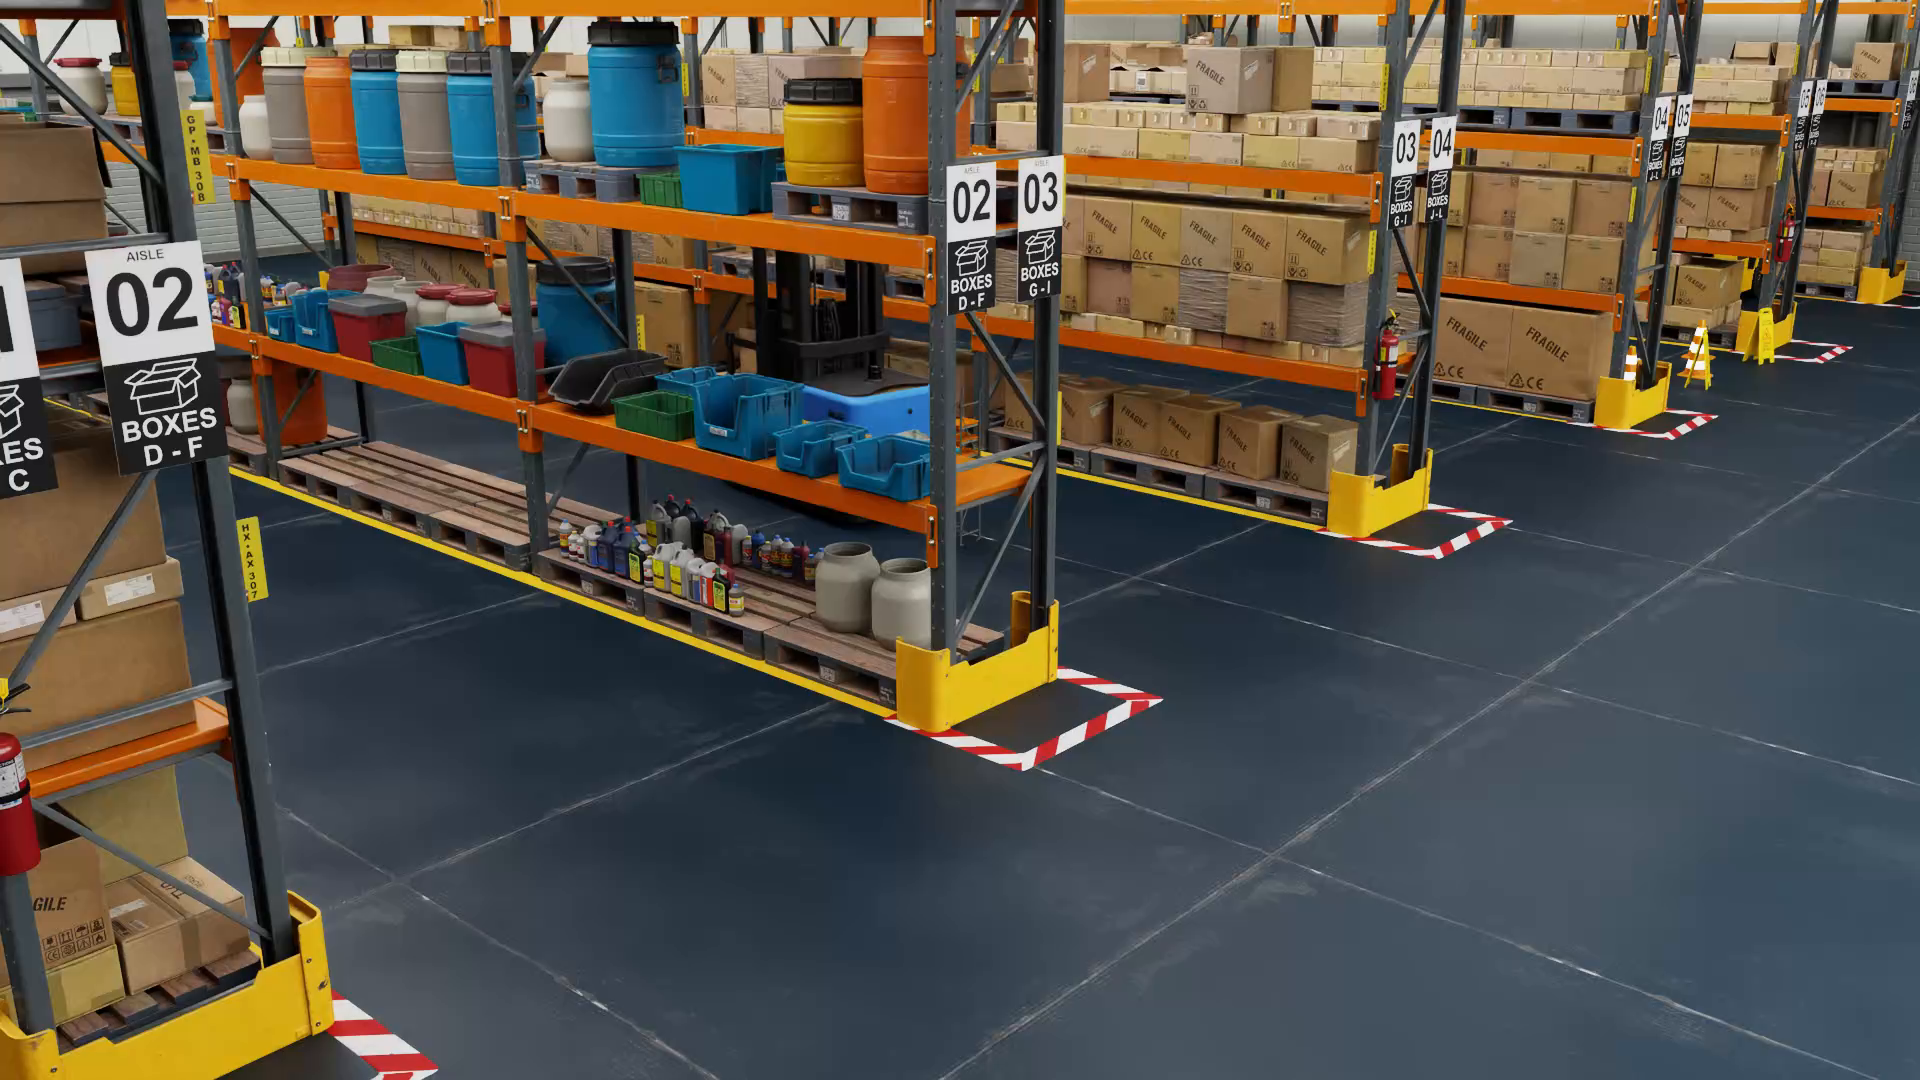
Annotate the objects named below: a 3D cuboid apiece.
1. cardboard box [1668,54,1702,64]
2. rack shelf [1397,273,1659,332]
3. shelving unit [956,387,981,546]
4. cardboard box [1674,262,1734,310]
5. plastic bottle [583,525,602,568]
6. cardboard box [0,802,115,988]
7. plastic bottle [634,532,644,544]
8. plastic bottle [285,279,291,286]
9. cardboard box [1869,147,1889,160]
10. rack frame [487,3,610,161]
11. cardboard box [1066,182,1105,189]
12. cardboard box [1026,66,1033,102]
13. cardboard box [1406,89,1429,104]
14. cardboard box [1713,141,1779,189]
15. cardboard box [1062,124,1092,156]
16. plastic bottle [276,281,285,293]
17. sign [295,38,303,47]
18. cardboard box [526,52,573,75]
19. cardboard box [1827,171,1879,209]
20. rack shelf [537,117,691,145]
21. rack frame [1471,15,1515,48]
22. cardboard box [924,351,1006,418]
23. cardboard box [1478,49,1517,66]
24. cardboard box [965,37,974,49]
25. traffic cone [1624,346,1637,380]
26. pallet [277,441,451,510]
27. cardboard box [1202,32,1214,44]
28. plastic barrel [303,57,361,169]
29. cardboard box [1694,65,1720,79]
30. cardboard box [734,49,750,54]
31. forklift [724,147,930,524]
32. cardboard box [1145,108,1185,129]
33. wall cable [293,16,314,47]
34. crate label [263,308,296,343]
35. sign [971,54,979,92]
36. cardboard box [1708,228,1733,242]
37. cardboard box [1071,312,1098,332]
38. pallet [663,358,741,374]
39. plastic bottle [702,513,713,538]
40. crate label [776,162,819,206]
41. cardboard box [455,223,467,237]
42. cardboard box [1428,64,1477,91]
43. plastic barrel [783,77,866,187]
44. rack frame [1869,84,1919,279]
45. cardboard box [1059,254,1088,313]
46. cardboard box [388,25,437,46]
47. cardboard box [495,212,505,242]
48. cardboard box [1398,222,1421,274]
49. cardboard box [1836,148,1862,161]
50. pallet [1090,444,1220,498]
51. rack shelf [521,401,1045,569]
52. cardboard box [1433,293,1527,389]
[{"bbox_3d":[10.832,-7.172,25.080,0.500,0.311,0.500,16,23,40],"label":"cardboard box"},{"bbox_3d":[5.366,-2.751,18.009,4.000,0.370,1.077,15,23,39],"label":"rack shelf"},{"bbox_3d":[0.011,-0.569,12.921,0.189,1.200,0.258,15,23,39],"label":"shelving unit"},{"bbox_3d":[9.299,-3.181,20.788,0.500,0.500,0.500,15,23,40],"label":"cardboard box"},{"bbox_3d":[-2.578,0.038,11.809,0.135,0.276,0.152,16,24,41],"label":"plastic bottle"},{"bbox_3d":[-3.683,1.363,6.469,0.500,0.500,0.500,15,23,39],"label":"cardboard box"},{"bbox_3d":[-2.269,0.076,11.696,0.097,0.271,0.097,0,18,0],"label":"plastic bottle"},{"bbox_3d":[-6.303,-2.310,15.625,0.133,0.283,0.061,15,23,39],"label":"plastic bottle"},{"bbox_3d":[13.254,-5.570,23.975,0.250,0.149,0.380,14,23,38],"label":"cardboard box"},{"bbox_3d":[-2.786,-4.132,11.255,0.127,3.000,1.000,15,23,39],"label":"rack frame"},{"bbox_3d":[1.021,-3.031,15.394,0.500,0.500,0.500,15,23,39],"label":"cardboard box"},{"bbox_3d":[0.628,-5.950,21.778,0.500,0.500,0.500,15,23,39],"label":"cardboard box"},{"bbox_3d":[4.870,-4.647,17.394,0.250,0.149,0.380,15,23,39],"label":"cardboard box"},{"bbox_3d":[9.545,-4.551,20.184,0.500,0.500,0.700,14,23,38],"label":"cardboard box"},{"bbox_3d":[1.068,-3.498,14.464,0.500,0.250,0.500,15,23,39],"label":"cardboard box"},{"bbox_3d":[-6.342,-2.283,15.559,0.097,0.271,0.097,0,18,0],"label":"plastic bottle"},{"bbox_3d":[-8.846,-6.562,22.296,0.005,0.325,0.100,15,23,39],"label":"sign"},{"bbox_3d":[-5.041,-5.563,19.863,0.500,0.500,0.700,16,23,41],"label":"cardboard box"},{"bbox_3d":[12.821,-5.043,23.878,0.500,0.500,0.500,14,23,38],"label":"cardboard box"},{"bbox_3d":[-3.986,-4.685,19.145,4.000,0.370,1.077,15,23,39],"label":"rack shelf"},{"bbox_3d":[7.080,-7.495,21.851,0.127,3.000,1.000,15,23,39],"label":"rack frame"},{"bbox_3d":[0.057,-1.539,16.409,0.500,0.500,0.700,13,22,35],"label":"cardboard box"},{"bbox_3d":[5.434,-4.876,16.796,0.250,0.149,0.380,15,23,38],"label":"cardboard box"},{"bbox_3d":[0.066,-8.232,28.102,0.797,0.503,0.637,-16,24,-41],"label":"cardboard box"},{"bbox_3d":[7.407,-1.911,18.367,0.334,0.463,0.336,15,23,39],"label":"traffic cone"},{"bbox_3d":[-5.224,-0.582,14.597,1.213,0.211,1.003,15,23,39],"label":"pallet"},{"bbox_3d":[4.663,-9.216,30.614,0.258,0.266,0.396,15,23,38],"label":"cardboard box"},{"bbox_3d":[-4.818,-3.365,13.086,0.708,0.830,0.600,15,23,39],"label":"plastic barrel"},{"bbox_3d":[9.097,-5.693,20.231,0.250,0.149,0.380,15,23,40],"label":"cardboard box"},{"bbox_3d":[-3.062,-7.059,24.198,0.250,0.149,0.380,16,24,41],"label":"cardboard box"},{"bbox_3d":[-1.415,-1.906,14.272,1.130,2.935,3.031,-14,23,-38],"label":"forklift"},{"bbox_3d":[1.756,-3.509,13.840,0.250,0.149,0.380,16,23,41],"label":"cardboard box"},{"bbox_3d":[-10.415,-11.110,27.926,0.120,5.999,2.277,15,23,39],"label":"wall cable"},{"bbox_3d":[-5.711,-1.826,14.185,0.416,0.233,0.303,15,23,39],"label":"crate label"},{"bbox_3d":[0.136,-4.131,14.704,0.005,0.325,0.100,15,23,39],"label":"sign"},{"bbox_3d":[9.387,-3.765,20.431,0.250,0.149,0.380,15,23,39],"label":"cardboard box"},{"bbox_3d":[1.200,-1.957,14.736,0.250,0.149,0.380,15,23,39],"label":"cardboard box"},{"bbox_3d":[-3.029,-2.042,19.198,1.213,0.211,1.003,15,23,39],"label":"pallet"},{"bbox_3d":[-1.820,-0.062,12.110,0.061,0.283,0.133,-17,24,-42],"label":"plastic bottle"},{"bbox_3d":[-0.975,-2.279,10.620,0.408,0.251,0.502,15,23,39],"label":"crate label"},{"bbox_3d":[-6.120,-3.918,20.915,0.250,0.149,0.380,16,23,40],"label":"cardboard box"},{"bbox_3d":[5.185,-4.778,17.145,0.500,0.250,0.500,15,23,40],"label":"cardboard box"},{"bbox_3d":[-0.731,-2.389,9.717,0.600,0.588,0.600,0,18,0],"label":"plastic barrel"},{"bbox_3d":[13.364,-4.956,23.769,0.127,3.000,1.000,15,23,39],"label":"rack frame"},{"bbox_3d":[1.148,-2.370,14.963,0.500,0.500,0.875,15,23,39],"label":"cardboard box"},{"bbox_3d":[-6.969,-6.477,21.339,0.500,0.250,0.500,14,22,38],"label":"cardboard box"},{"bbox_3d":[-5.303,-3.898,20.270,0.500,0.500,0.500,15,23,39],"label":"cardboard box"},{"bbox_3d":[4.906,-3.255,18.161,0.550,0.550,0.875,15,23,39],"label":"cardboard box"},{"bbox_3d":[12.751,-5.521,23.821,0.250,0.149,0.380,15,23,39],"label":"cardboard box"},{"bbox_3d":[1.944,-0.692,14.944,1.213,0.211,1.003,15,23,39],"label":"pallet"},{"bbox_3d":[-1.290,-0.528,11.006,4.000,0.370,1.077,15,23,39],"label":"rack shelf"},{"bbox_3d":[5.651,-2.177,17.830,0.875,0.875,0.875,15,23,38],"label":"cardboard box"}]
